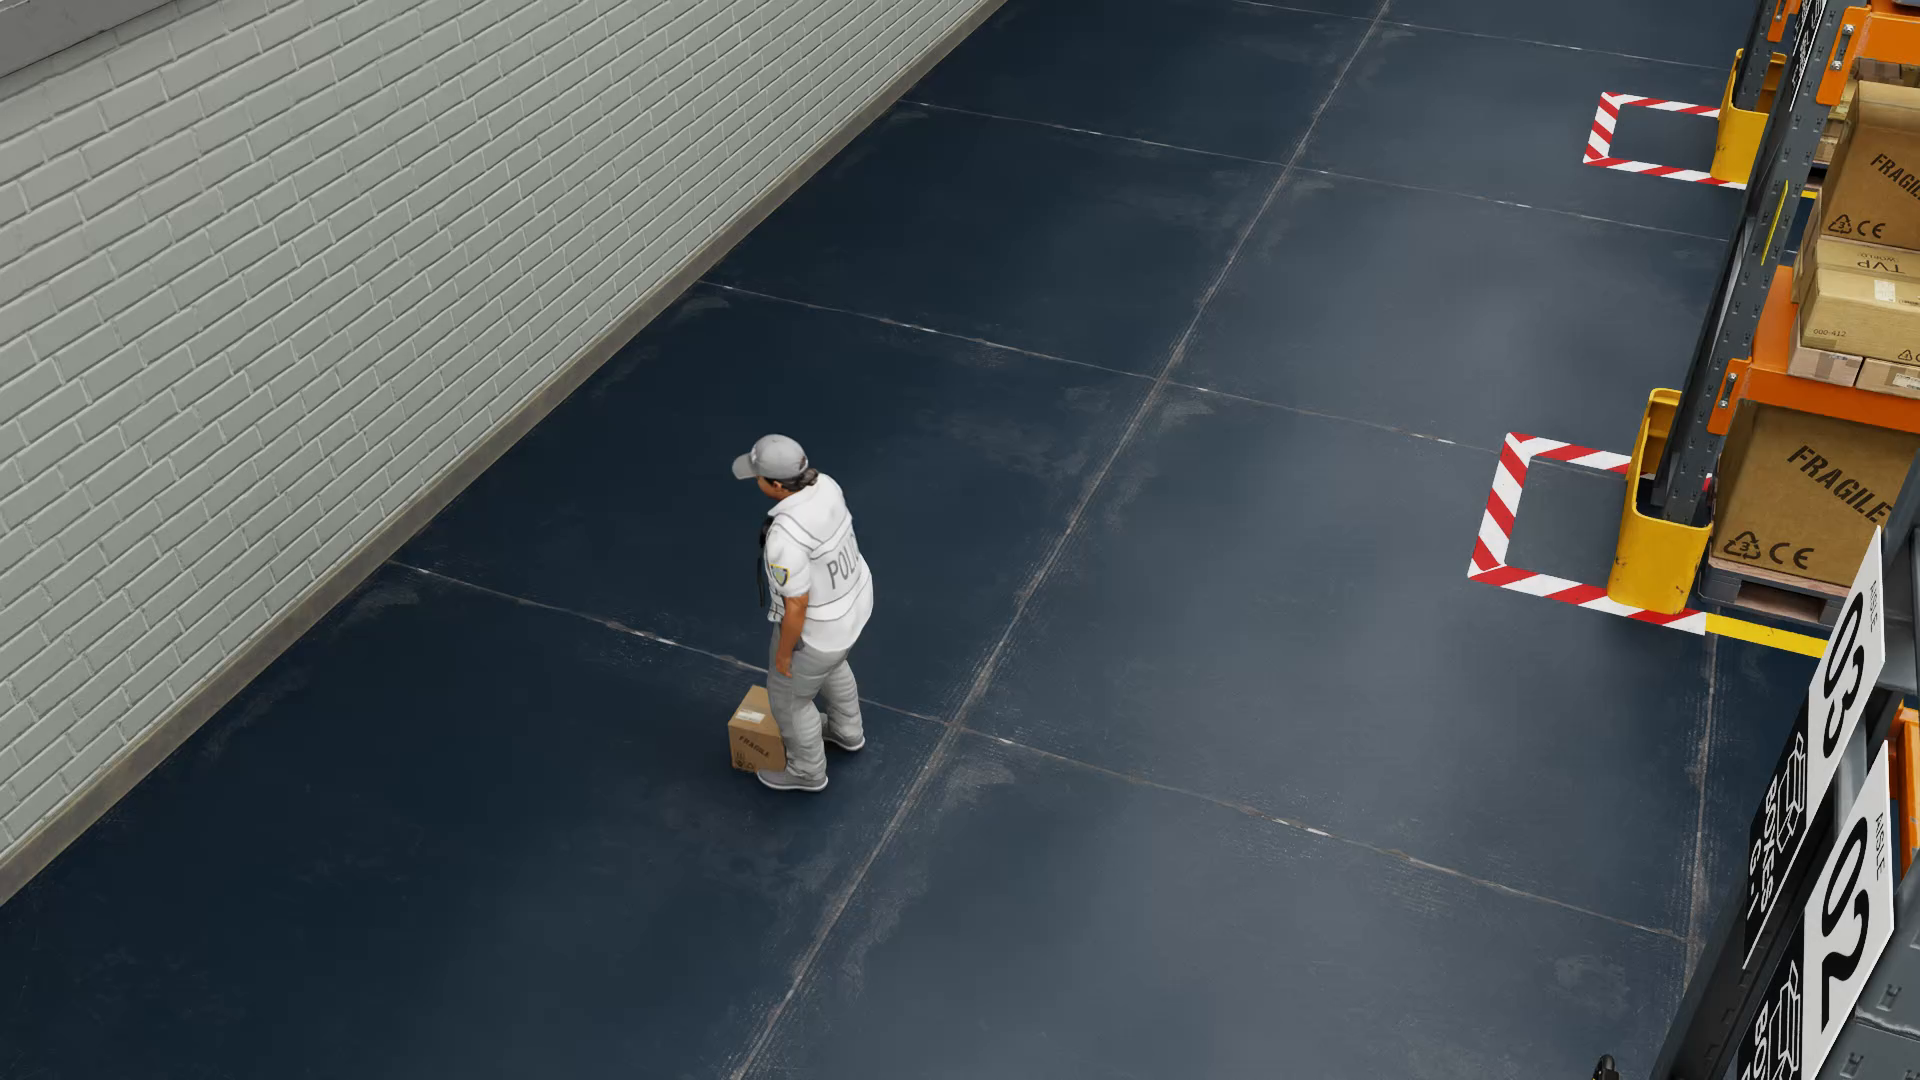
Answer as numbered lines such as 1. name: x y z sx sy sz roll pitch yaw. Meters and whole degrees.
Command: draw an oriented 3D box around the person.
1. person: -0.588 0.289 6.440 0.469 1.664 0.547 13 39 16
